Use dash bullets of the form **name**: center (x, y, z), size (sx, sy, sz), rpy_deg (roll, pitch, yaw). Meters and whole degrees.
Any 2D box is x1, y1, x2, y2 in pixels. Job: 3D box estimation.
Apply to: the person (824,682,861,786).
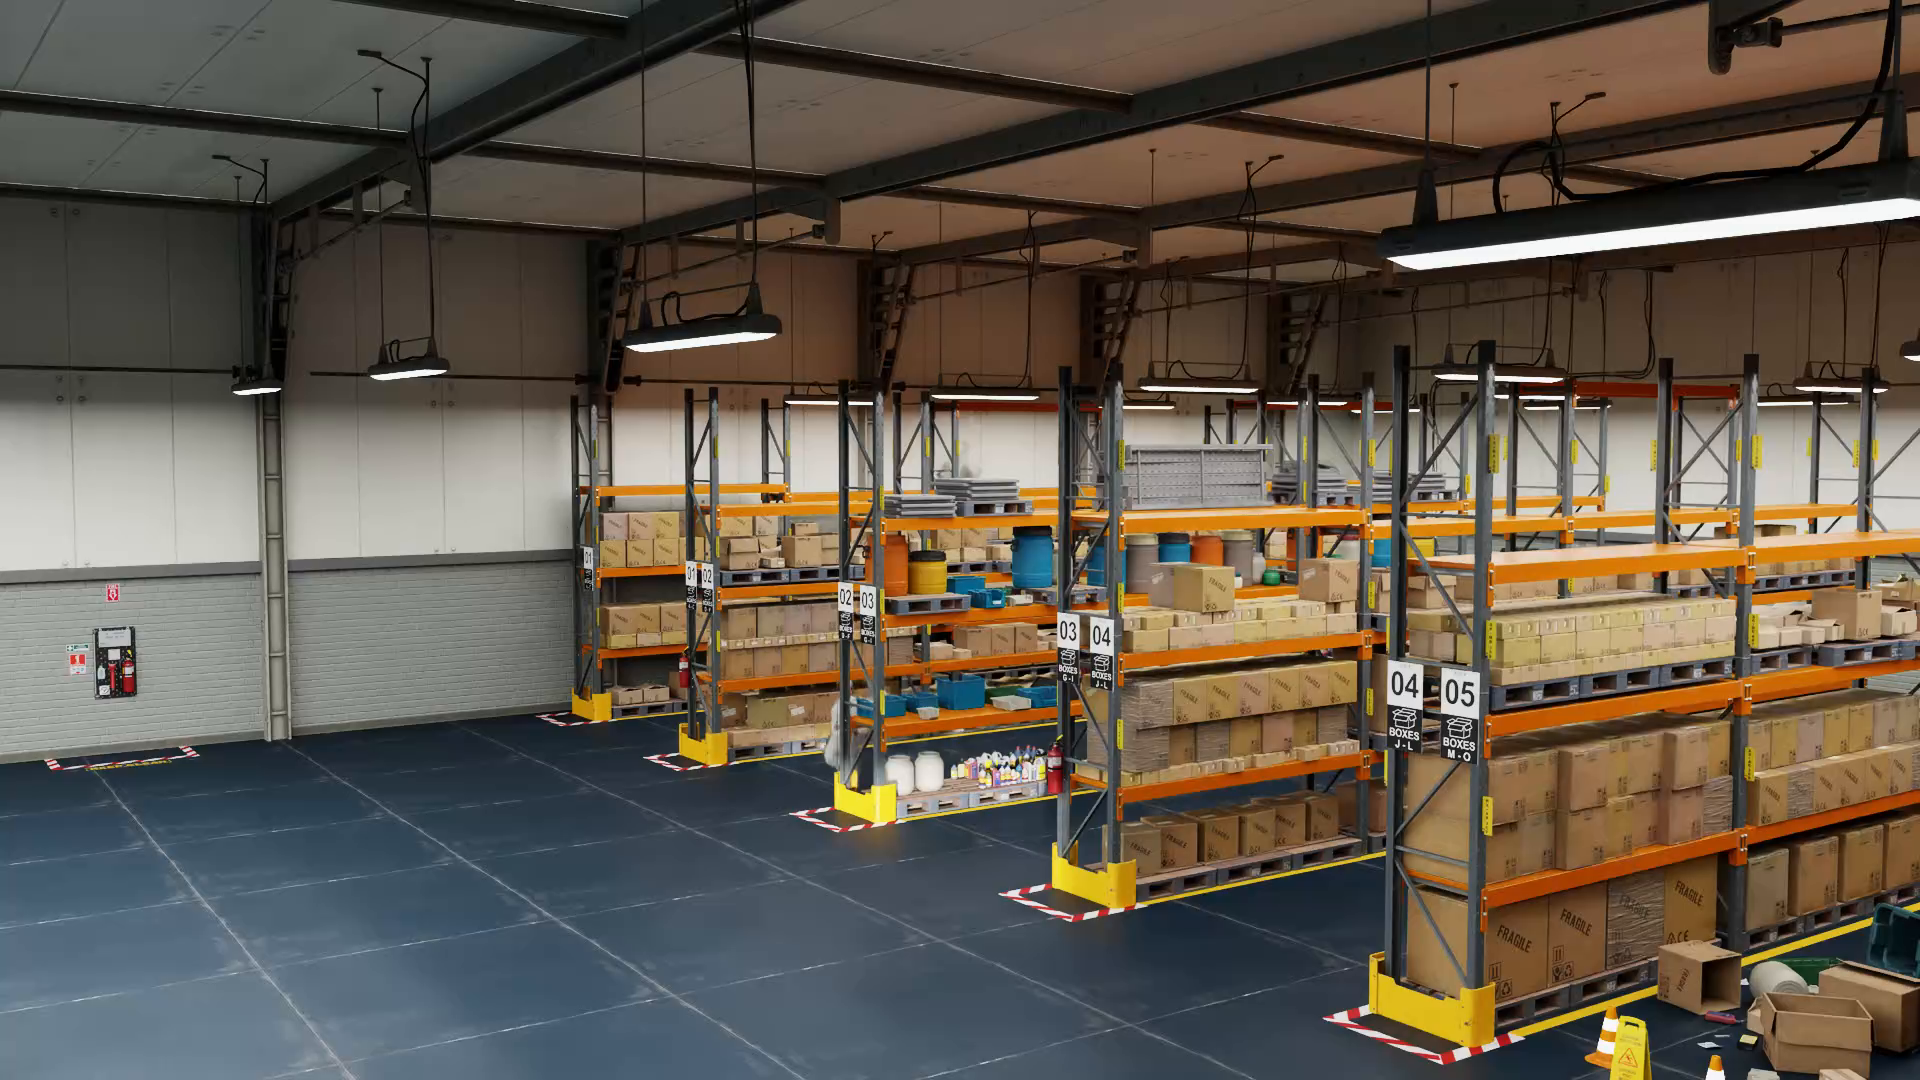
- **person**: center (-1.714, 2.875, 24.509), size (0.590, 1.621, 0.554), rpy_deg (3, 4, 37)
